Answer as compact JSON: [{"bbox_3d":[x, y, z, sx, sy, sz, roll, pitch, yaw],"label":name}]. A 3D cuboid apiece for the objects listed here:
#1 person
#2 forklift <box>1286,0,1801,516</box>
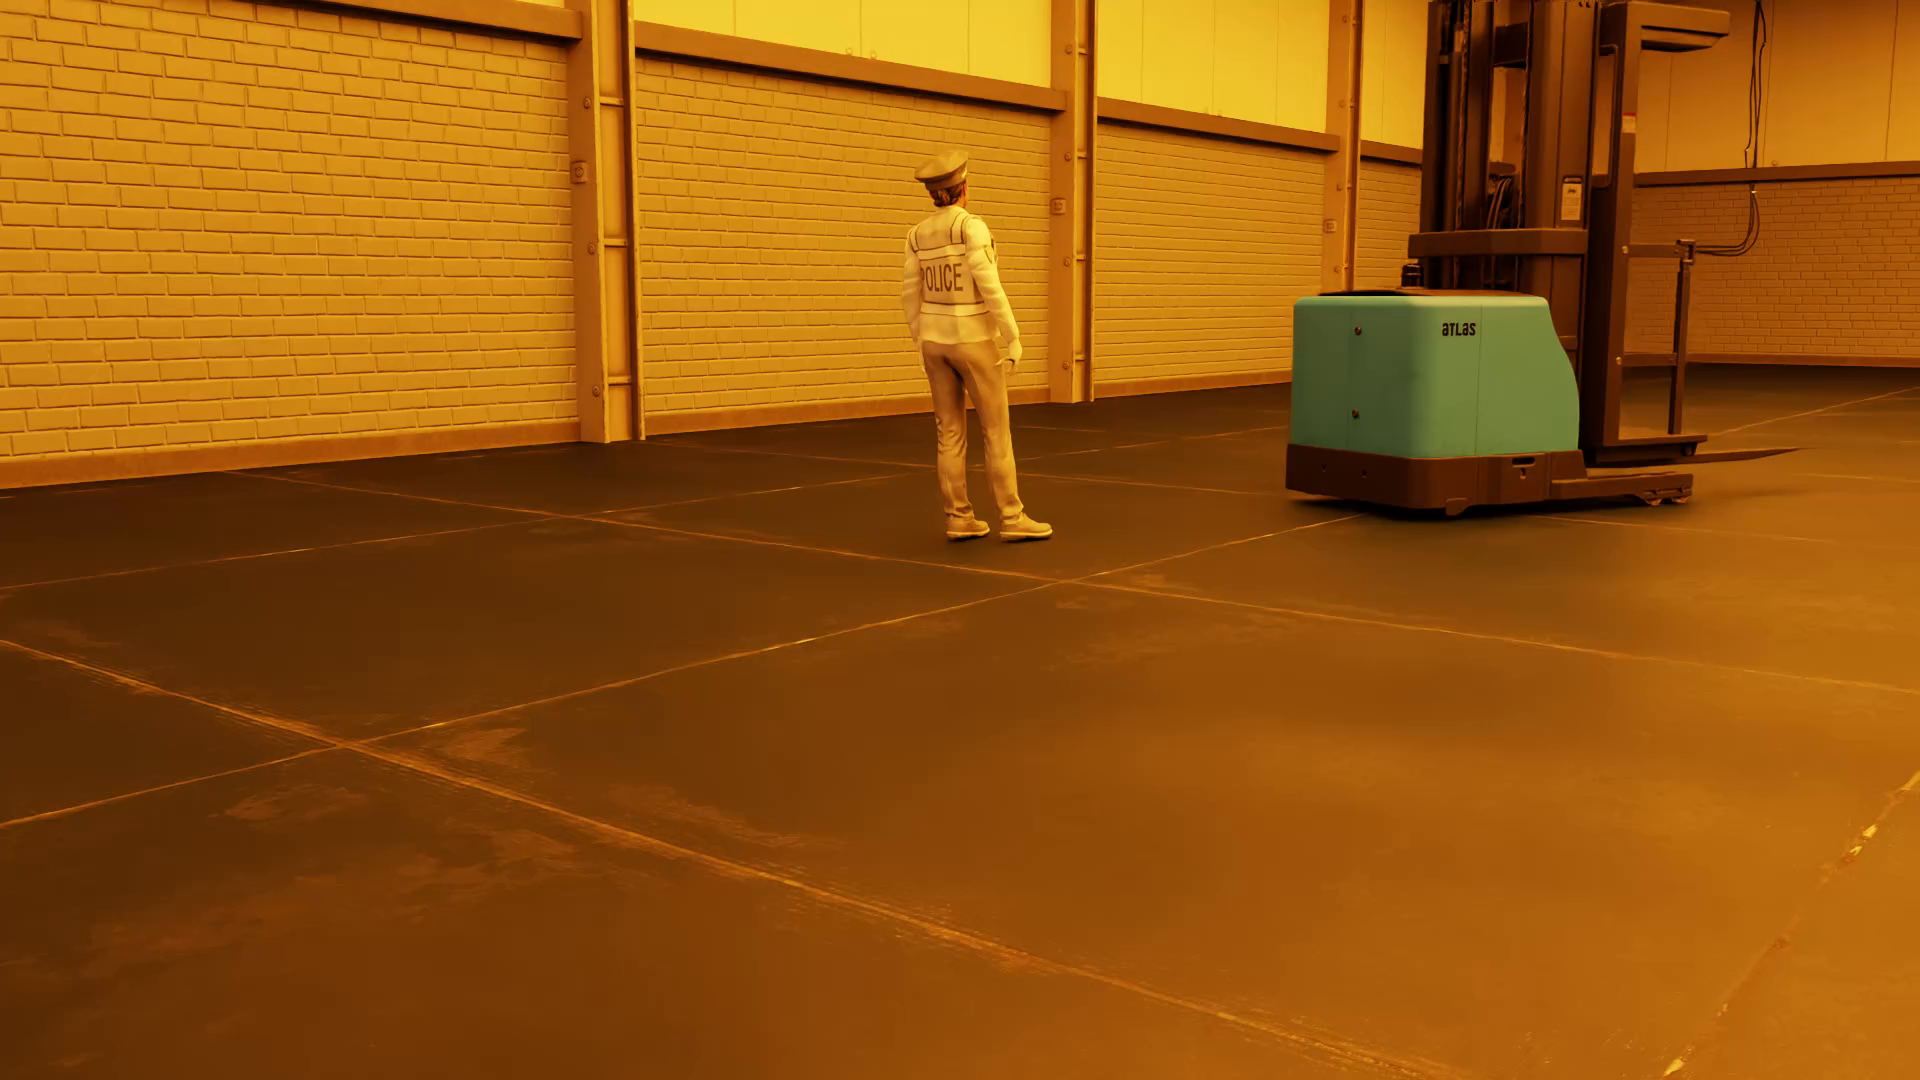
[{"bbox_3d":[0.047,-0.852,7.329,0.588,1.696,0.533,7,11,38],"label":"person"},{"bbox_3d":[3.263,-1.689,8.827,3.031,2.935,1.130,-4,9,-27],"label":"forklift"}]
